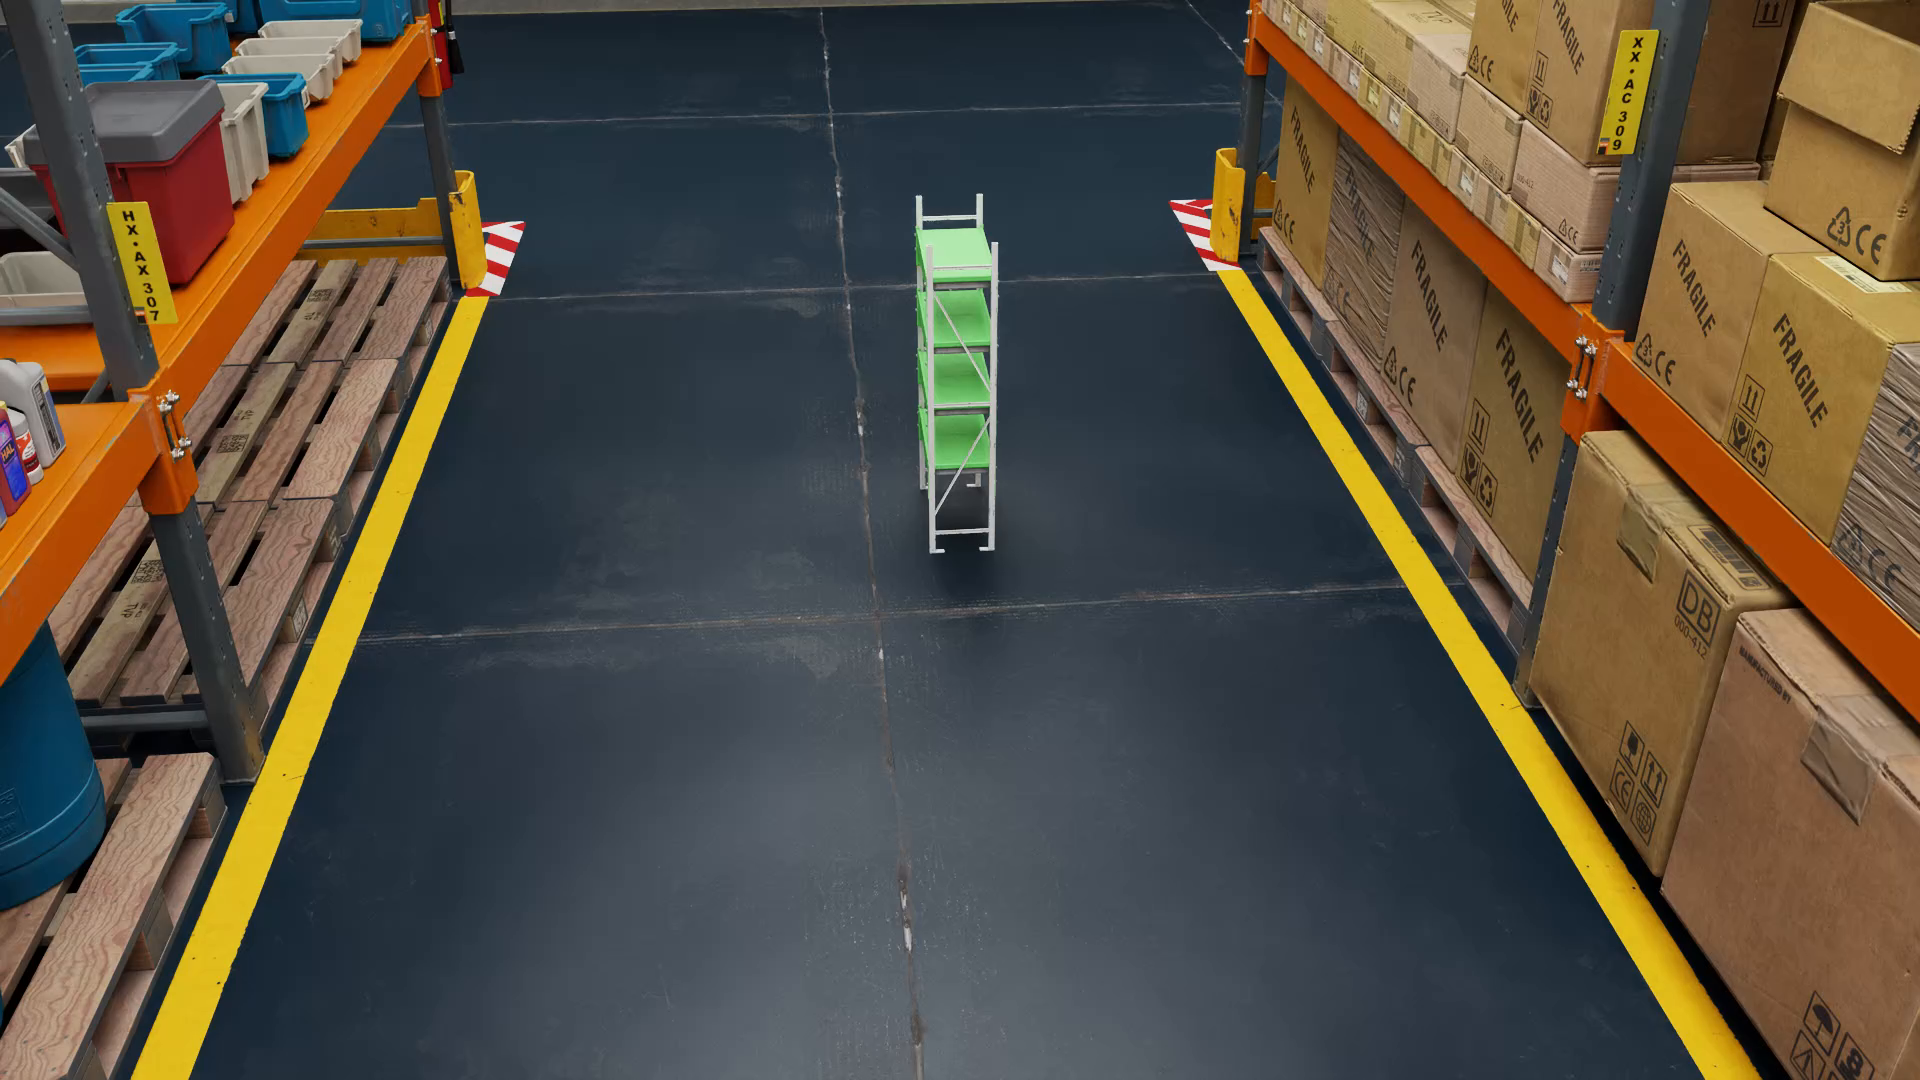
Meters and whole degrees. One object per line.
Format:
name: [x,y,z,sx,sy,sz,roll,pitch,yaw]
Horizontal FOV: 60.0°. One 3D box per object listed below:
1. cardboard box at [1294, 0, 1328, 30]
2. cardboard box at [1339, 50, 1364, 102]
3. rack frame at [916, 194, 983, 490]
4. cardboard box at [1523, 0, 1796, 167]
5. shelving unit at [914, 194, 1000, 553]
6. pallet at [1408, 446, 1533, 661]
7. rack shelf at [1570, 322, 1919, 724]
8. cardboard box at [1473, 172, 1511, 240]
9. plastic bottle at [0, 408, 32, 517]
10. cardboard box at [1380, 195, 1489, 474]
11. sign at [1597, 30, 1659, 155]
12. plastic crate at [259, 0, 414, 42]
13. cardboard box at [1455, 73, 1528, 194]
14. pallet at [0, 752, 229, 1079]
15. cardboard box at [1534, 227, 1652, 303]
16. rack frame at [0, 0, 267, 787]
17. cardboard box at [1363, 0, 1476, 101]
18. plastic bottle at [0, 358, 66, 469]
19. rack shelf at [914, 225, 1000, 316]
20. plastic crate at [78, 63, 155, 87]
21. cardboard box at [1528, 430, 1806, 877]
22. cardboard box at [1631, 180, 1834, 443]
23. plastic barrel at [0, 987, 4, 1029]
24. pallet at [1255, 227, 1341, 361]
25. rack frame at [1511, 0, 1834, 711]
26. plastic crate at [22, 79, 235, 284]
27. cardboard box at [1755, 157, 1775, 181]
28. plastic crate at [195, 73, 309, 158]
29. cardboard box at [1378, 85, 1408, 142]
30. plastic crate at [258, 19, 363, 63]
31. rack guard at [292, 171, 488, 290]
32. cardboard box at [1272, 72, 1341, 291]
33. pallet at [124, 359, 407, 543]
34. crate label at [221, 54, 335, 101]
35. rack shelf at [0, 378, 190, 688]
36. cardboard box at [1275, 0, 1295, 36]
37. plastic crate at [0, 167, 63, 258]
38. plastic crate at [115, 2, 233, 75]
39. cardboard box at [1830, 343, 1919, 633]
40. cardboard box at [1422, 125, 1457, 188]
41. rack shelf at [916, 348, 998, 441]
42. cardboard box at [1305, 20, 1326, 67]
cardboard box: [1.762,-2.377,7.160,0.500,0.250,0.500,-3,31,-5]
cardboard box: [1.758,-1.875,6.709,0.380,0.149,0.250,-3,31,-5]
rack frame: [-0.038,-0.724,6.292,0.240,1.200,0.015,-3,31,-5]
cardboard box: [1.996,-1.401,4.796,0.500,0.500,0.500,-2,31,-3]
shelving unit: [-0.015,-0.600,6.084,0.258,1.200,0.503,-3,31,-5]
pallet: [2.312,0.011,6.026,1.003,0.211,1.213,-3,31,-5]
rack shelf: [2.492,0.536,3.130,1.077,0.370,4.000,-3,31,-5]
cardboard box: [1.902,-1.089,5.393,0.380,0.149,0.250,-3,31,-5]
plastic bottle: [-2.201,-0.205,3.782,0.061,0.283,0.133,-3,31,-5]
cardboard box: [2.239,-0.863,6.432,0.875,0.875,0.875,-3,31,-5]
sign: [1.752,-1.173,4.367,0.100,0.325,0.005,-3,31,-5]
plastic crate: [-2.783,-2.478,7.381,0.616,0.435,0.499,-3,31,-5]
cardboard box: [1.951,-1.335,5.415,0.500,0.250,0.500,-2,31,-3]
pallet: [-2.596,1.036,4.310,1.003,0.211,1.213,-3,31,-5]
cardboard box: [1.950,-0.826,4.953,0.380,0.149,0.250,-3,31,-4]
rack frame: [-2.627,-0.557,4.257,1.000,3.000,0.127,-3,31,-5]
cardboard box: [1.860,-1.854,6.285,0.500,0.250,0.500,-3,31,-6]
plastic bottle: [-2.268,-0.318,3.978,0.152,0.276,0.135,-3,31,-5]
rack shelf: [-0.015,-0.957,5.870,0.258,0.148,0.480,-3,31,-5]
plastic crate: [-3.154,-1.586,6.085,0.416,0.233,0.300,-3,31,-5]
cardboard box: [2.384,0.263,4.546,1.225,0.875,0.875,-3,31,-4]
cardboard box: [2.099,-0.590,4.216,0.500,0.500,0.500,-3,31,-4]
plastic barrel: [-2.526,0.804,3.616,0.600,0.901,0.708,-3,31,-5]
pallet: [2.084,-1.235,8.112,1.003,0.211,1.213,-3,31,-5]
rack frame: [2.305,-0.794,4.655,1.000,3.000,0.127,-3,31,-5]
plastic crate: [-2.460,-1.078,5.009,0.402,0.464,0.583,-3,31,-5]
cardboard box: [2.522,-1.110,5.039,0.500,0.250,0.500,-3,31,-5]
plastic crate: [-2.553,-1.517,5.969,0.416,0.233,0.300,-3,31,-5]
cardboard box: [1.807,-1.613,6.269,0.380,0.149,0.250,-2,31,-4]
plastic crate: [-2.744,-2.104,7.046,0.396,0.136,0.243,-3,31,-5]
rack guard: [-3.015,-1.538,8.337,1.175,0.500,0.348,-3,31,-5]
cardboard box: [2.070,-1.782,7.970,0.875,0.875,0.875,-3,31,-5]
pallet: [-2.851,-0.358,6.643,1.003,0.211,1.213,-3,31,-5]
crate label: [-2.681,-1.814,6.561,0.396,0.136,0.243,-3,31,-5]
rack shelf: [-2.440,0.773,2.732,1.077,0.370,4.000,-3,31,-5]
cardboard box: [1.661,-2.401,7.589,0.380,0.149,0.250,-3,31,-5]
plastic crate: [-2.999,-1.023,5.248,0.437,0.125,0.590,-3,31,-5]
plastic crate: [-3.243,-2.075,6.904,0.416,0.233,0.300,-3,31,-5]
cardboard box: [2.193,-0.078,3.358,0.500,0.500,0.500,-3,31,-6]
cardboard box: [1.854,-1.352,5.833,0.380,0.149,0.250,-2,31,-4]
rack shelf: [-0.015,-0.545,6.117,0.258,0.148,0.480,-3,31,-5]
cardboard box: [1.711,-2.137,7.147,0.380,0.149,0.250,-3,31,-5]
